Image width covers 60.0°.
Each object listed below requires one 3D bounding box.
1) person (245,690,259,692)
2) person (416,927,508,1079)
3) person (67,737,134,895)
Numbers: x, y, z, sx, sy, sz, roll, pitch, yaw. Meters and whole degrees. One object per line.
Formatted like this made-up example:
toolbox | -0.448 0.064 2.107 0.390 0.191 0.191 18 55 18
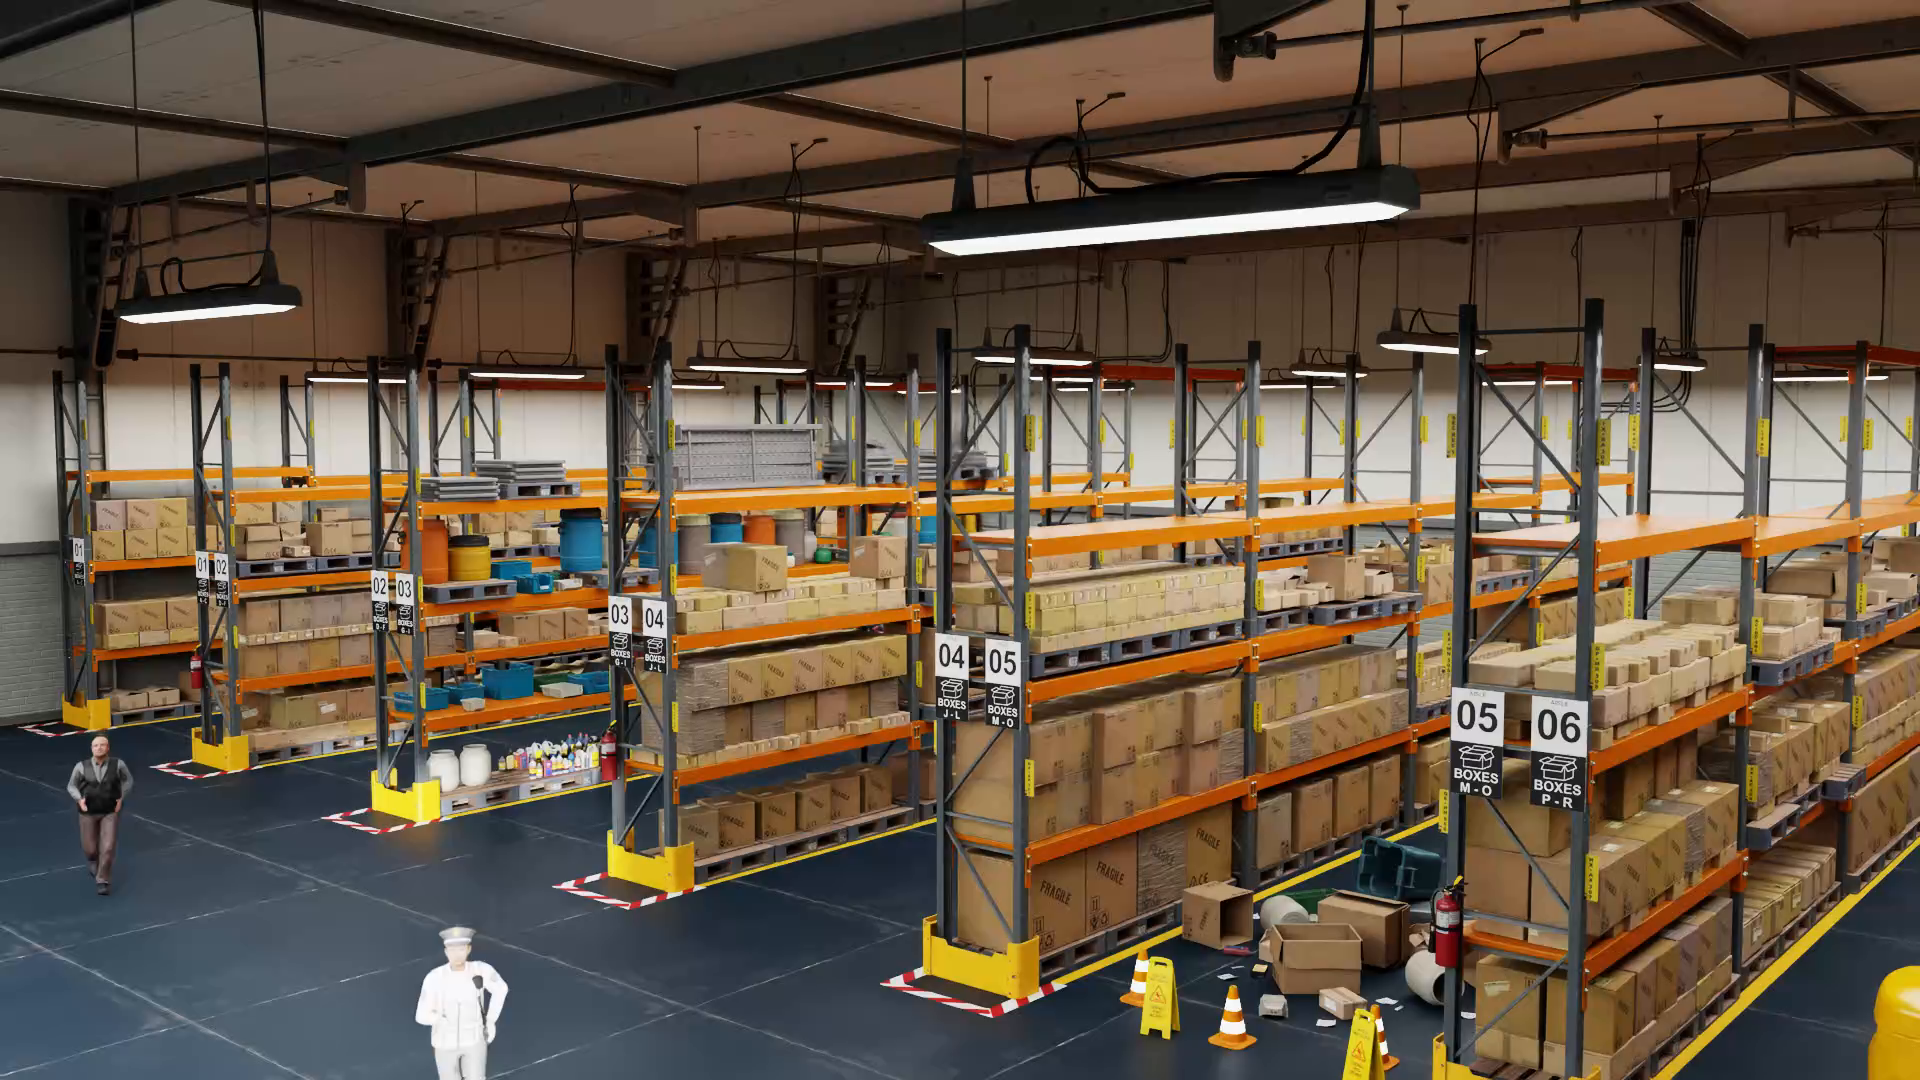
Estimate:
person | -11.430 2.362 26.584 0.645 1.741 0.606 2 5 31
person | -3.418 3.500 11.411 0.592 1.736 0.683 -1 4 -11
person | -9.436 2.997 18.284 0.656 1.695 0.752 -2 5 -27
